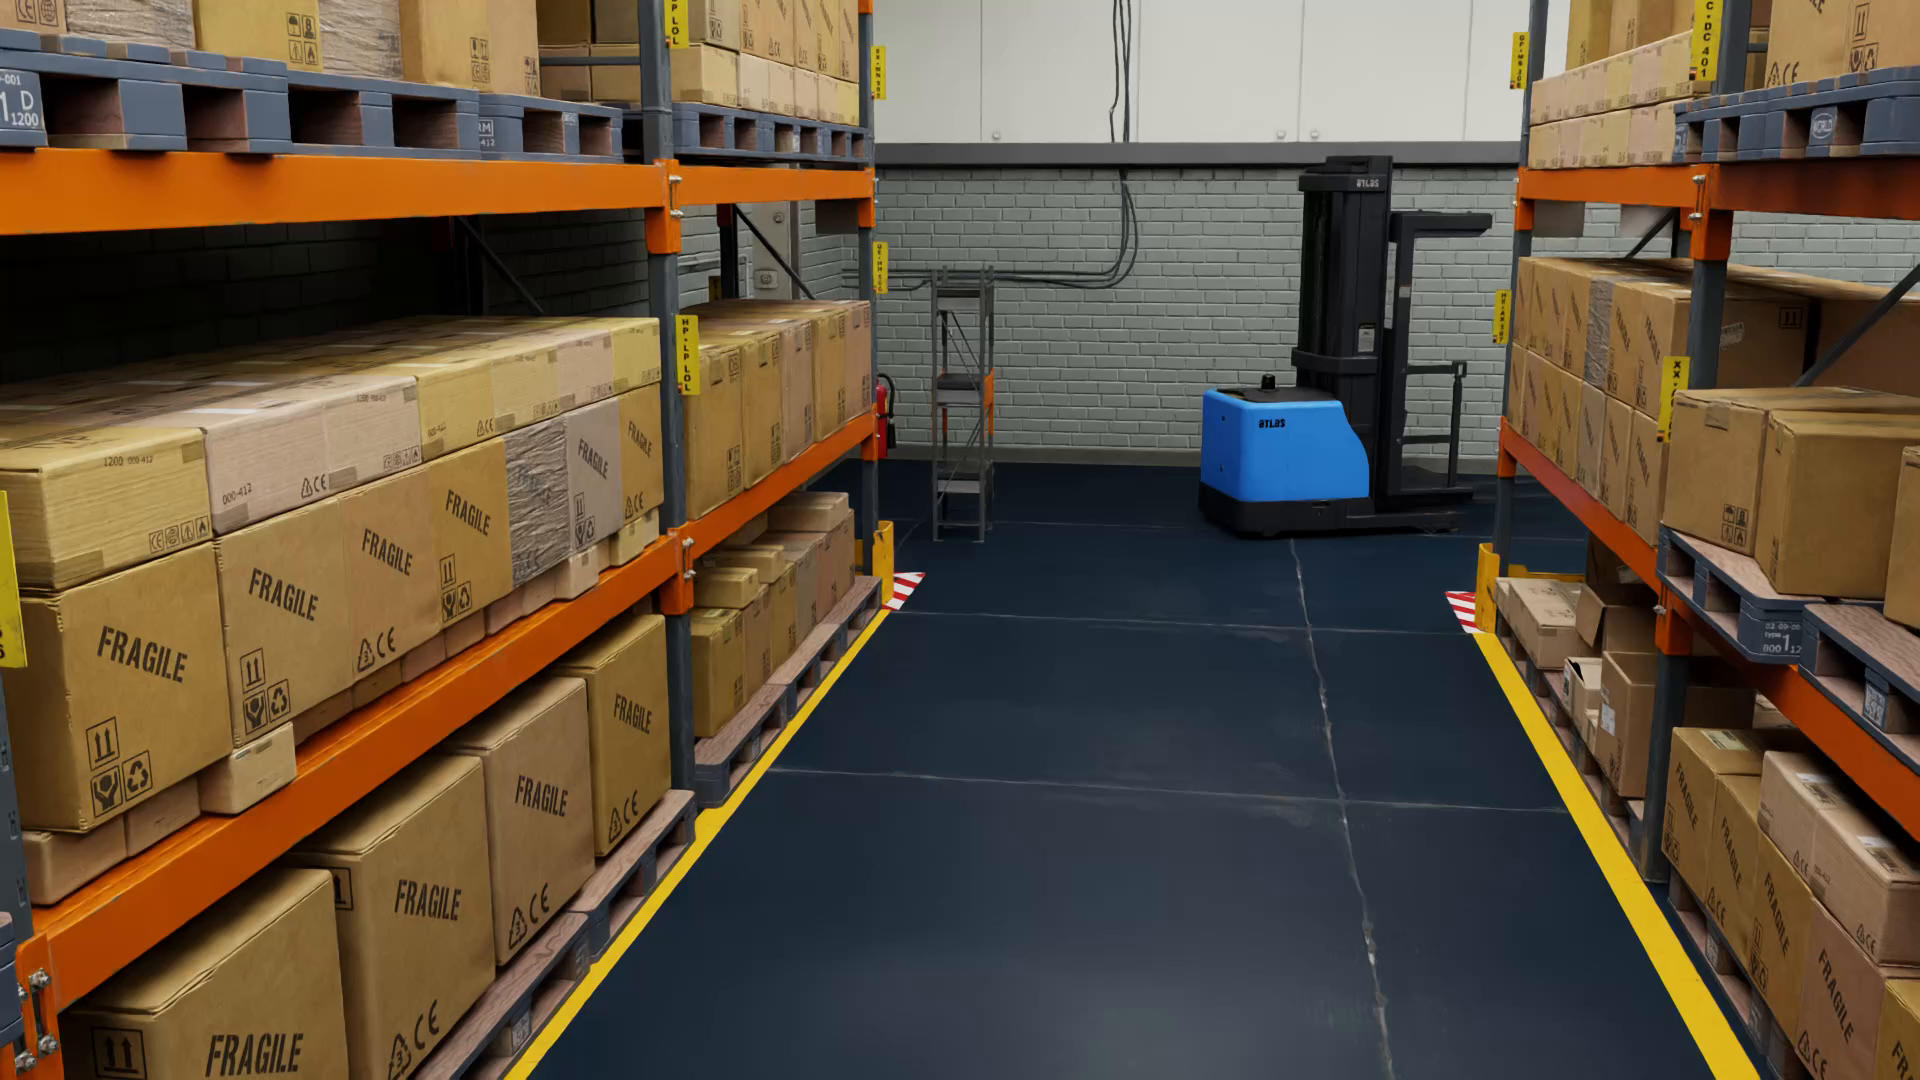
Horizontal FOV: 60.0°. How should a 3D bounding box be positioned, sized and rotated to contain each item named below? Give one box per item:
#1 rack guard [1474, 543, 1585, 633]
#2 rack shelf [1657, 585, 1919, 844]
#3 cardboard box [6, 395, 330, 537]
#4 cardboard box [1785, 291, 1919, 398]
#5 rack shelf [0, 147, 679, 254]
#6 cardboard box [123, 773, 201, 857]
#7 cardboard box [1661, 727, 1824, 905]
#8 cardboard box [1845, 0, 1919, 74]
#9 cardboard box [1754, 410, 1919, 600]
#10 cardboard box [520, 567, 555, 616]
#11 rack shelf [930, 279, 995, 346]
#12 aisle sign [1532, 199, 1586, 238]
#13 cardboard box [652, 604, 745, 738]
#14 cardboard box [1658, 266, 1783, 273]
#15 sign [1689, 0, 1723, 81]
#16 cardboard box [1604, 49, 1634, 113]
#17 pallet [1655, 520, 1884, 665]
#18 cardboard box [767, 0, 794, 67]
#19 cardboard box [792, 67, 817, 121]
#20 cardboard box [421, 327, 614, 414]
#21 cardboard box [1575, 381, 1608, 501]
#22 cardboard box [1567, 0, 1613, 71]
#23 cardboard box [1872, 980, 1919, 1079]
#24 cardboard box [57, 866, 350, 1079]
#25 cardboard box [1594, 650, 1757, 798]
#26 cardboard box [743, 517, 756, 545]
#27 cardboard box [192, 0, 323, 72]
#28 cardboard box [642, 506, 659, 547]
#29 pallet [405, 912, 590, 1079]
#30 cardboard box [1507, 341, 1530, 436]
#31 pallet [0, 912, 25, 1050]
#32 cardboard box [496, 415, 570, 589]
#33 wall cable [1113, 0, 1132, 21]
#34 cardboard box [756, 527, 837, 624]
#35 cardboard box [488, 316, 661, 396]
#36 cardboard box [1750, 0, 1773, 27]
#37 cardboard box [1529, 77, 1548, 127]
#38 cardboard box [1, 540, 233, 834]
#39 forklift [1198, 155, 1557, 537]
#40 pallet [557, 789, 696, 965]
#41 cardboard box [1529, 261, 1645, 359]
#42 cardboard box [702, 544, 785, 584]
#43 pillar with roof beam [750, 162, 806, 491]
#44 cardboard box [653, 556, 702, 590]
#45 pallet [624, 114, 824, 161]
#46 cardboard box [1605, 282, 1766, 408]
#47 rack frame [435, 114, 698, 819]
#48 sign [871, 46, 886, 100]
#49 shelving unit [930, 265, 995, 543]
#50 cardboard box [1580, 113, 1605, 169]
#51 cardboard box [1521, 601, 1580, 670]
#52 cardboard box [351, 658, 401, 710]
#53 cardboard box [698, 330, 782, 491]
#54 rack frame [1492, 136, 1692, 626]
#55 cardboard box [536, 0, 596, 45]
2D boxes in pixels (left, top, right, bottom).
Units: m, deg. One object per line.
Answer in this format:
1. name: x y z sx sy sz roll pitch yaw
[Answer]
1. rack guard: 3.837 0.314 10.347 1.175 0.500 0.348 2 12 9
2. rack shelf: 2.926 0.677 4.438 1.077 0.370 4.000 2 12 9
3. cardboard box: -1.871 -0.186 3.967 0.500 0.250 0.500 2 12 8
4. cardboard box: 3.584 -0.717 6.591 0.500 0.500 0.500 2 12 10
5. rack shelf: -1.970 -0.949 4.863 1.077 0.370 4.000 2 12 9
6. cardboard box: -1.950 0.582 3.721 0.380 0.149 0.250 2 12 9
7. cardboard box: 2.918 1.009 6.080 0.500 0.500 0.500 1 12 6
8. cardboard box: 3.003 -1.618 4.788 0.600 0.600 0.600 2 12 8
9. cardboard box: 2.896 -0.108 5.141 0.700 0.500 0.500 4 13 18
10. cardboard box: -1.620 0.154 5.709 0.380 0.149 0.250 2 12 9
11. rack shelf: 0.025 -1.732 12.787 0.431 0.518 0.480 2 12 9
12. aisle sign: 3.569 -2.218 9.994 0.394 0.787 0.004 2 12 9
13. cardboard box: -1.446 0.614 7.961 0.700 0.500 0.500 2 12 9
14. cardboard box: 3.900 -1.146 8.581 0.500 0.500 0.500 2 12 10
15. sign: 2.696 -1.826 5.997 0.100 0.325 0.005 2 12 9
16. cardboard box: 3.199 -2.046 7.416 0.500 0.250 0.500 2 12 9
17. pallet: 3.003 0.166 5.559 1.003 0.211 1.213 2 12 9
18. cardboard box: -1.132 -2.614 8.223 0.500 0.500 0.500 2 12 9
19. cardboard box: -1.051 -2.352 8.790 0.500 0.250 0.500 2 12 7
20. cardboard box: -1.569 -0.609 5.930 0.500 0.250 0.500 2 12 10
21. cardboard box: 3.211 -0.466 7.799 0.500 0.500 0.500 2 12 10
22. cardboard box: 3.625 -2.718 8.757 0.700 0.500 0.500 2 12 9
23. cardboard box: 2.610 1.439 4.086 0.500 0.500 0.500 1 12 7
24. cardboard box: -2.034 1.279 4.044 0.750 0.750 0.750 2 12 8
25. cardboard box: 3.041 0.788 7.104 0.500 0.500 0.500 2 12 9
26. cardboard box: -1.388 -0.056 9.532 0.380 0.149 0.250 2 12 9
27. cardboard box: -2.132 -1.478 4.328 0.700 0.500 0.500 3 12 12
28. cardboard box: -1.434 -0.058 6.690 0.380 0.149 0.250 2 12 9
29. pallet: -1.891 1.531 5.390 1.003 0.211 1.213 2 12 9
30. cardboard box: 3.520 -0.888 9.758 0.500 0.500 0.500 2 12 10
31. pallet: -2.282 0.828 2.487 1.213 0.211 1.003 2 12 9
32. cardboard box: -1.638 -0.139 5.529 0.500 0.500 0.500 2 12 9
33. wall cable: 2.849 -6.045 15.064 3.097 2.526 0.112 2 12 9
34. cardboard box: -1.133 0.187 9.943 0.700 0.500 0.500 2 12 8
35. cardboard box: -1.481 -0.715 6.422 0.500 0.250 0.500 2 12 10
36. cardboard box: 3.270 -2.197 6.337 0.700 0.500 0.500 2 12 9
37. cardboard box: 3.512 -2.462 9.348 0.500 0.250 0.500 2 12 9
38. cardboard box: -1.950 0.285 3.558 0.500 0.500 0.500 2 12 10
39. forklift: 3.551 -1.592 13.423 3.031 2.935 1.130 -3 12 -12
40. pallet: -1.706 1.276 6.572 1.003 0.211 1.213 2 12 9
41. cardboard box: 3.447 -1.268 9.147 0.500 0.500 0.500 2 12 9
42. cardboard box: -1.133 0.123 8.700 0.380 0.149 0.250 2 12 7
43. pillar with roof beam: 2.768 -4.466 12.357 9.100 9.000 0.400 2 12 9
44. cardboard box: -1.545 0.156 8.546 0.380 0.149 0.250 1 12 7
45. pallet: -1.336 -2.097 8.692 1.003 0.211 1.213 2 12 9
46. cardboard box: 3.131 -0.849 7.201 0.500 0.500 0.500 2 12 8
47. rack frame: -1.662 -0.250 7.035 1.000 3.000 0.127 2 12 9
48. sign: -0.513 -2.923 10.403 0.100 0.325 0.005 2 12 9
49. shelving unit: 0.025 -1.061 12.932 0.431 2.100 0.503 2 12 9
50. cardboard box: 3.283 -1.905 7.951 0.500 0.250 0.500 2 12 9
51. cardboard box: 3.331 0.518 8.952 0.500 0.250 0.500 2 12 9
52. cardboard box: -1.827 0.366 4.726 0.380 0.149 0.250 2 12 10
53. cardboard box: -1.445 -0.661 8.229 0.980 0.700 0.700 2 12 7
54. rack frame: 3.848 -0.923 10.157 1.000 3.000 0.127 2 12 9
55. cardboard box: -1.785 -2.417 7.311 0.500 0.500 0.500 2 12 8
